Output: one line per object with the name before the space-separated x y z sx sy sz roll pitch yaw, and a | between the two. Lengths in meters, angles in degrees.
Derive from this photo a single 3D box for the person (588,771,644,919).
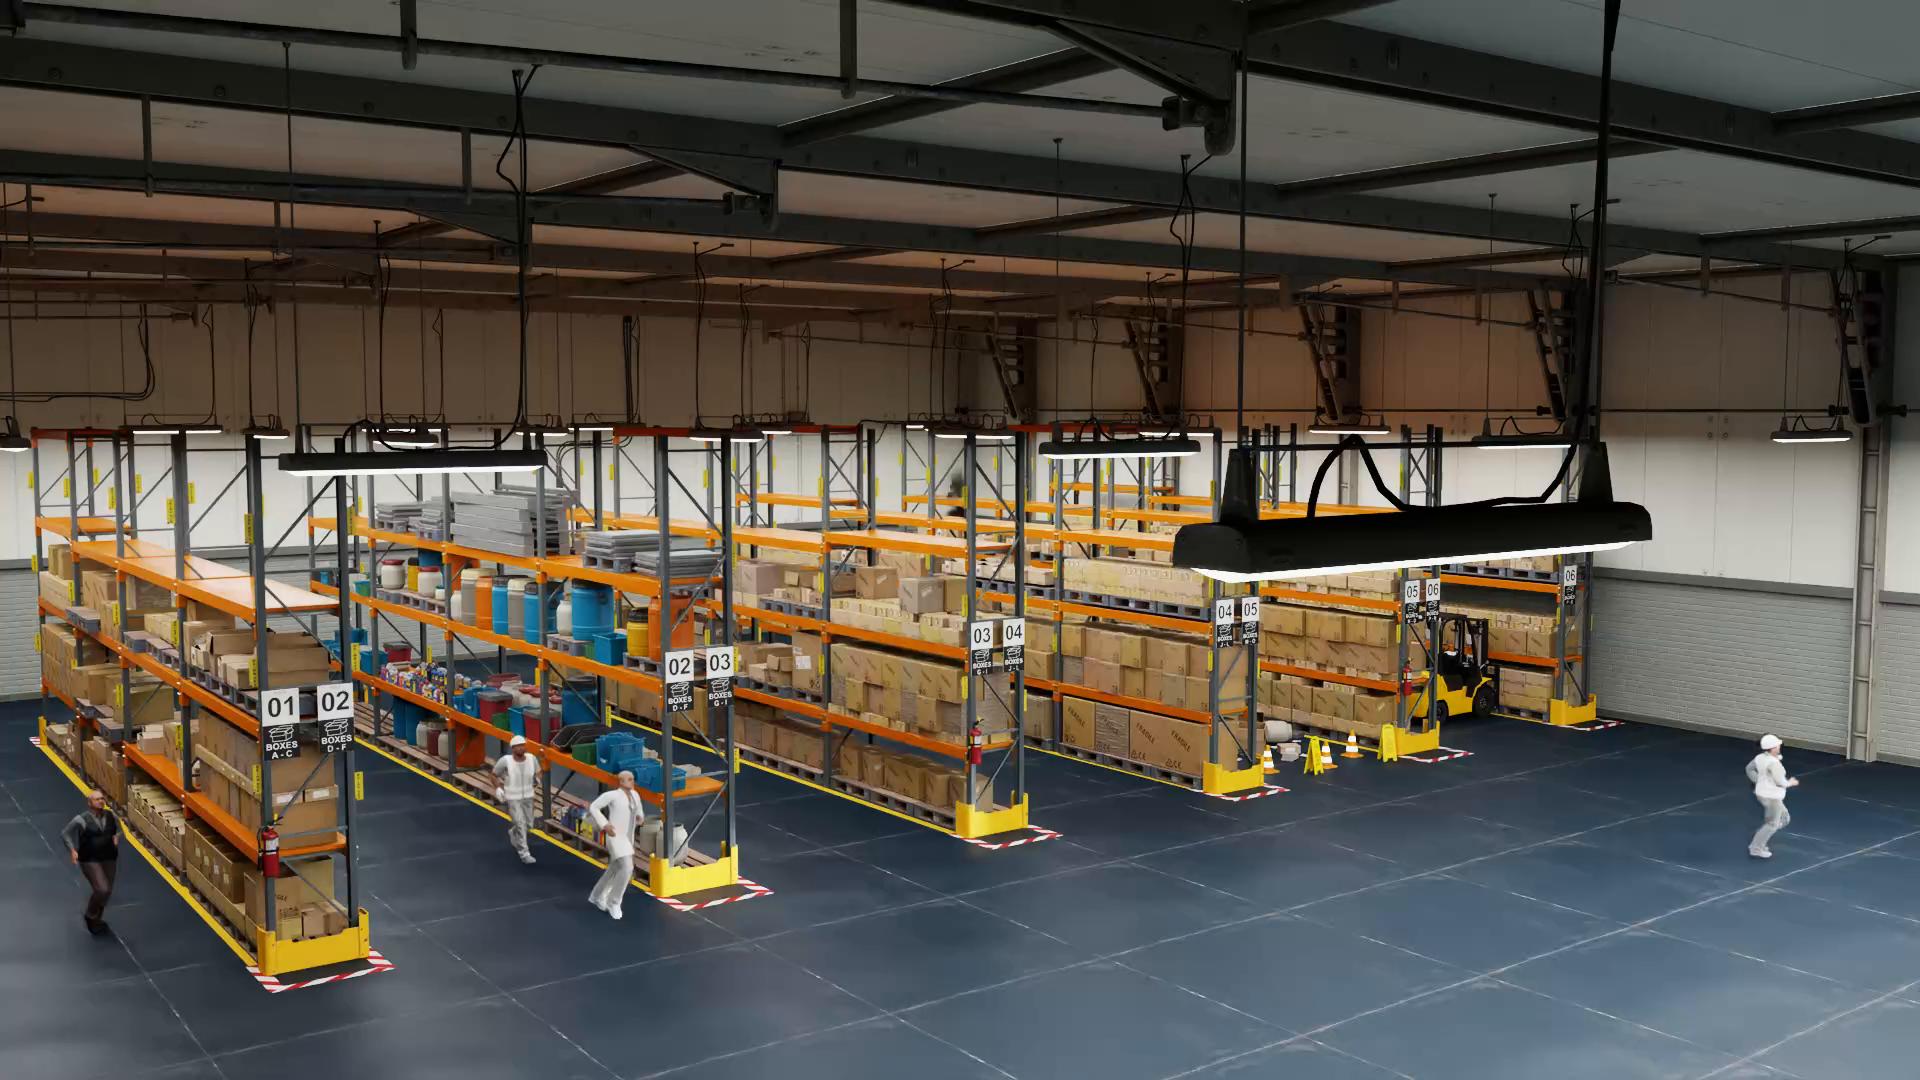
person | -4.324 3.826 21.028 0.732 1.812 0.696 2 5 22

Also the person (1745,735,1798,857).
person | 11.474 3.605 23.461 0.641 1.734 0.637 0 5 6

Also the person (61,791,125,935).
person | -10.402 3.896 20.092 0.693 1.720 0.629 3 5 33

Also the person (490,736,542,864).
person | -6.192 3.609 23.323 0.689 1.762 0.866 -4 6 -39
